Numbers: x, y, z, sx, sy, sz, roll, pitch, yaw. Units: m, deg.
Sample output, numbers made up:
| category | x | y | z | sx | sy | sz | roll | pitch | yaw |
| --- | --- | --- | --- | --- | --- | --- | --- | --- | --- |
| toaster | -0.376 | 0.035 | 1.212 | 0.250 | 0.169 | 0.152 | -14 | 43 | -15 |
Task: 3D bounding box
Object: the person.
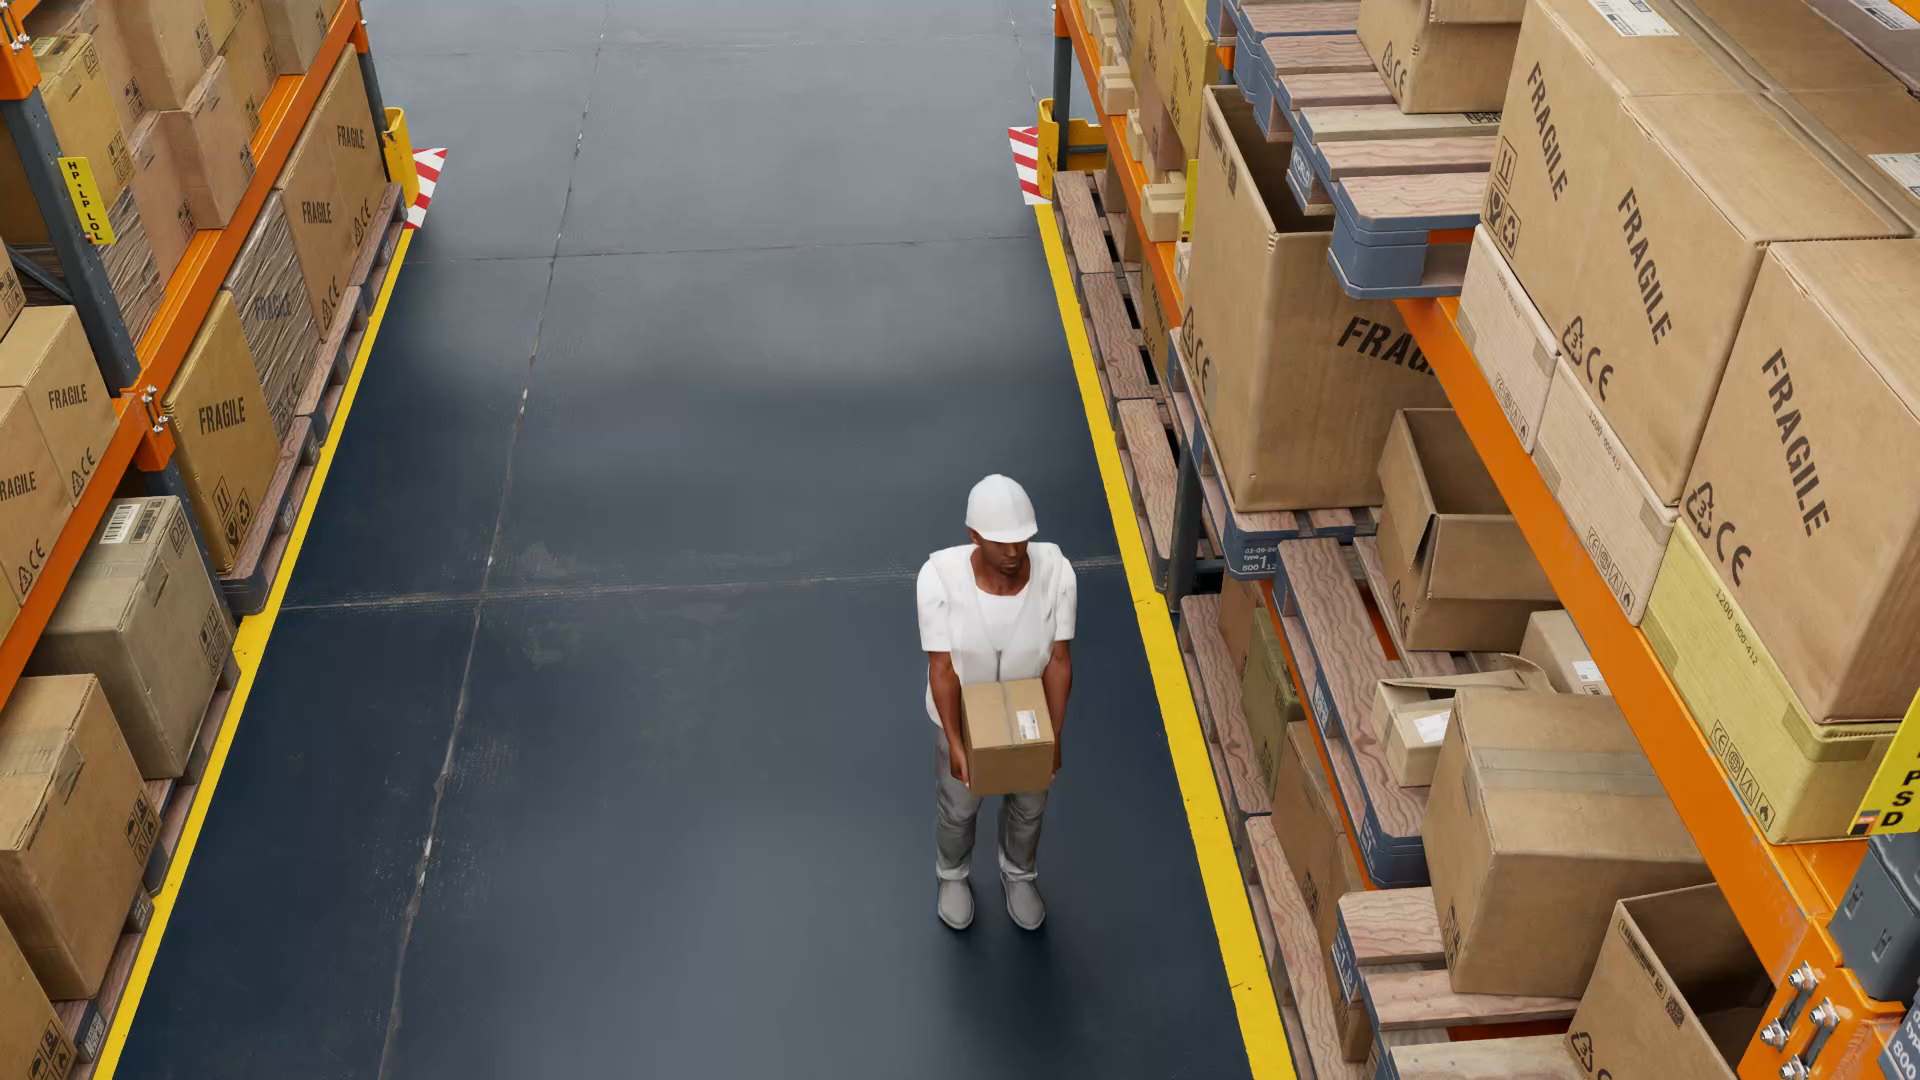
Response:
| category | x | y | z | sx | sy | sz | roll | pitch | yaw |
| --- | --- | --- | --- | --- | --- | --- | --- | --- | --- |
| person | 0.133 | 0.612 | 5.381 | 0.503 | 1.760 | 0.576 | -5 | 39 | -6 |
